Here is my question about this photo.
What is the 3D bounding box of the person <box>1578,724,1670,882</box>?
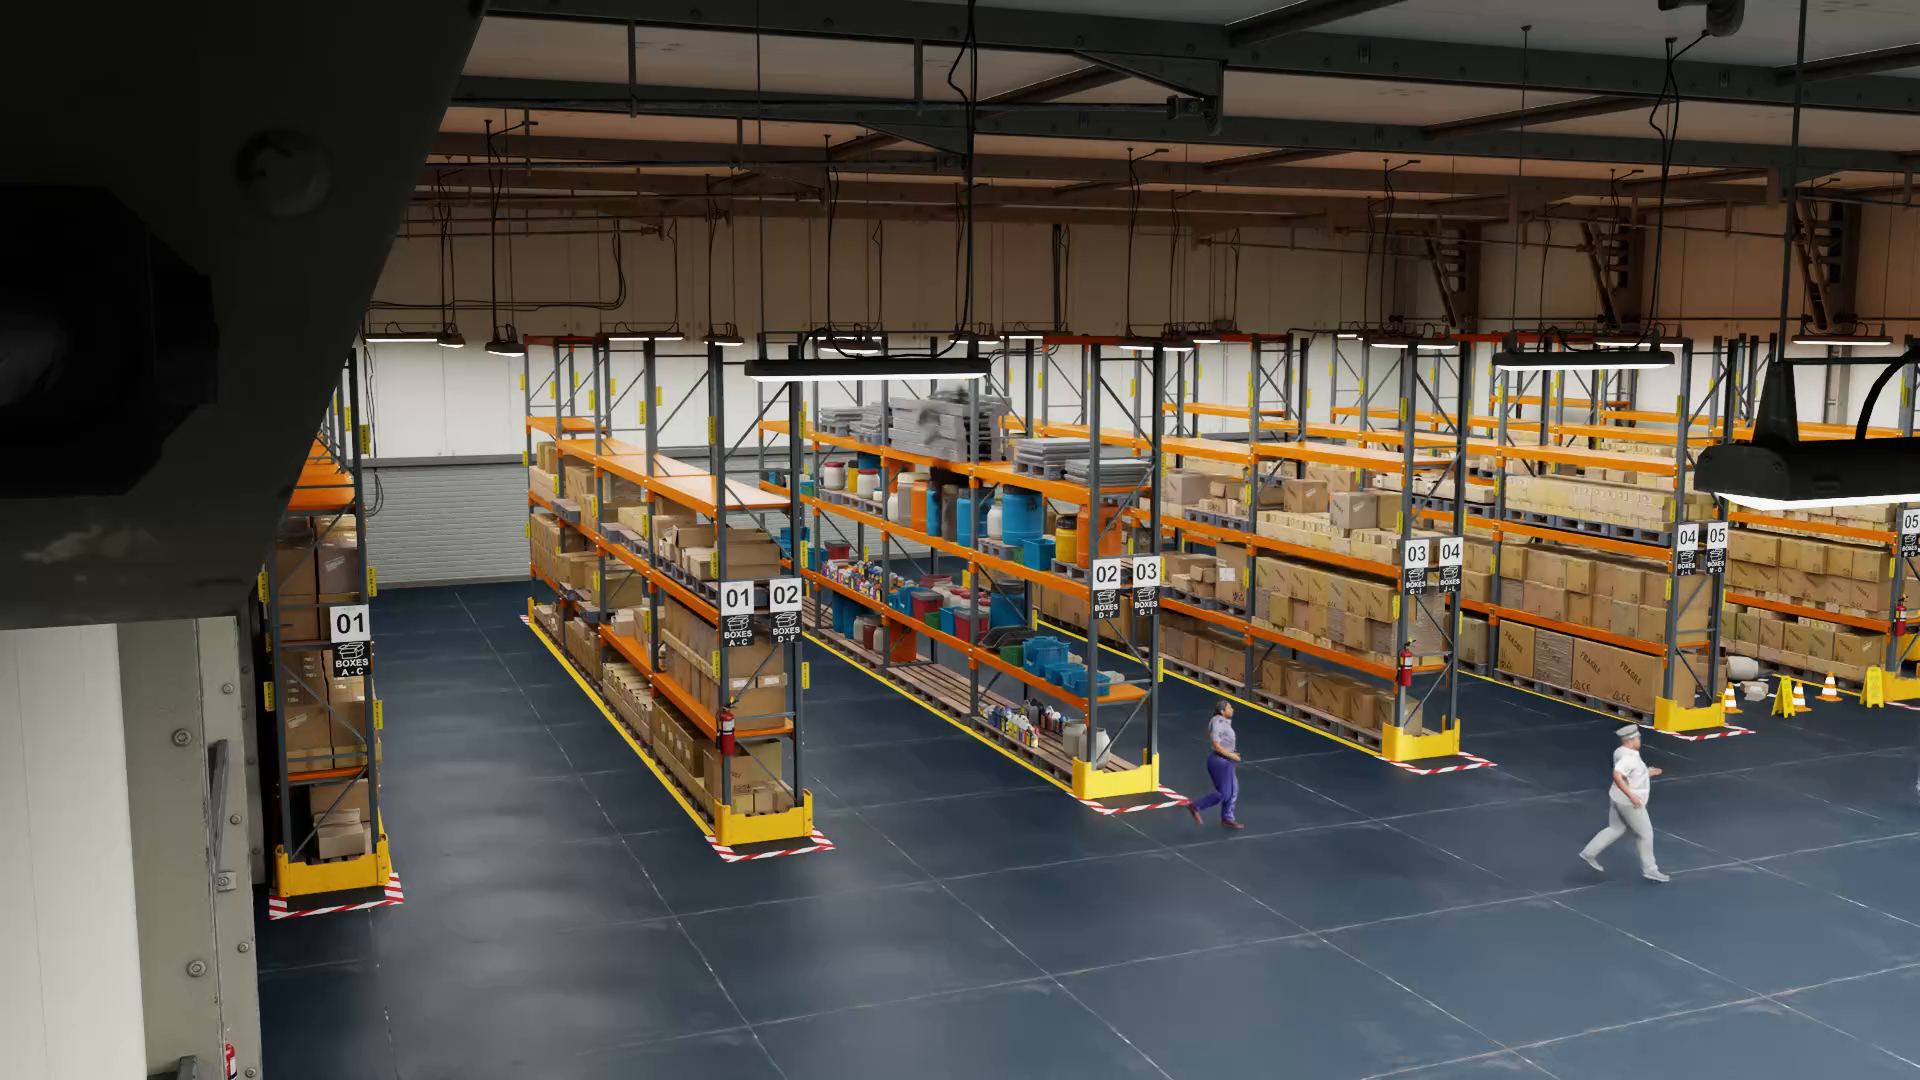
[{"bbox_3d":[7.536,2.947,18.743,0.962,1.782,0.658,0,8,2],"label":"person"}]

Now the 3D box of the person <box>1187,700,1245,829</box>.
[{"bbox_3d":[3.202,2.791,20.728,0.719,1.644,0.632,1,8,9],"label":"person"}]
